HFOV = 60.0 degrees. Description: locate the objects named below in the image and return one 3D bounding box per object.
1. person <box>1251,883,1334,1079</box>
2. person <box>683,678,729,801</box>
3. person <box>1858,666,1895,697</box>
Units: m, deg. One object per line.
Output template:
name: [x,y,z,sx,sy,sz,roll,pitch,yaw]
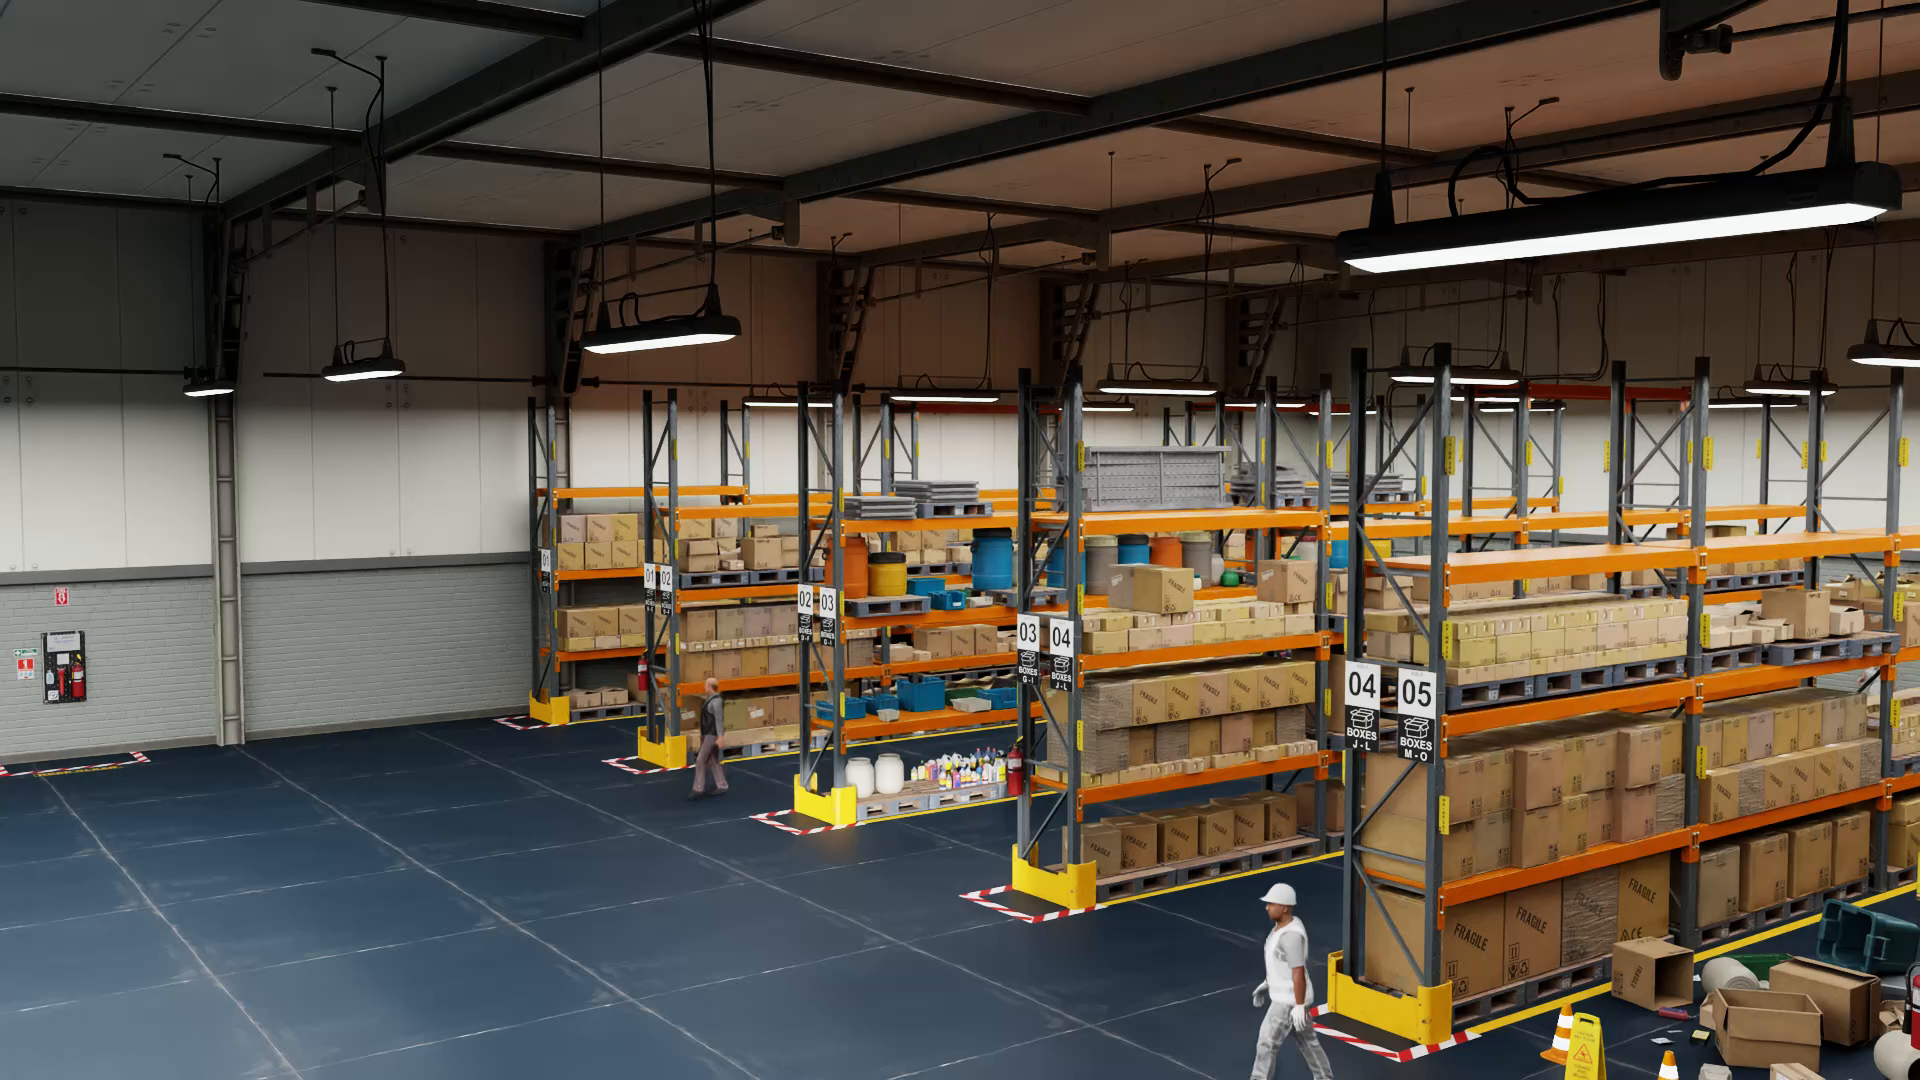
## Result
person: [2.453,3.506,12.775,0.901,1.742,0.588,1,3,11]
person: [-3.710,2.874,24.237,0.663,1.720,0.638,-1,3,-10]
person: [16.615,2.510,30.066,1.048,1.698,0.577,0,3,-7]
